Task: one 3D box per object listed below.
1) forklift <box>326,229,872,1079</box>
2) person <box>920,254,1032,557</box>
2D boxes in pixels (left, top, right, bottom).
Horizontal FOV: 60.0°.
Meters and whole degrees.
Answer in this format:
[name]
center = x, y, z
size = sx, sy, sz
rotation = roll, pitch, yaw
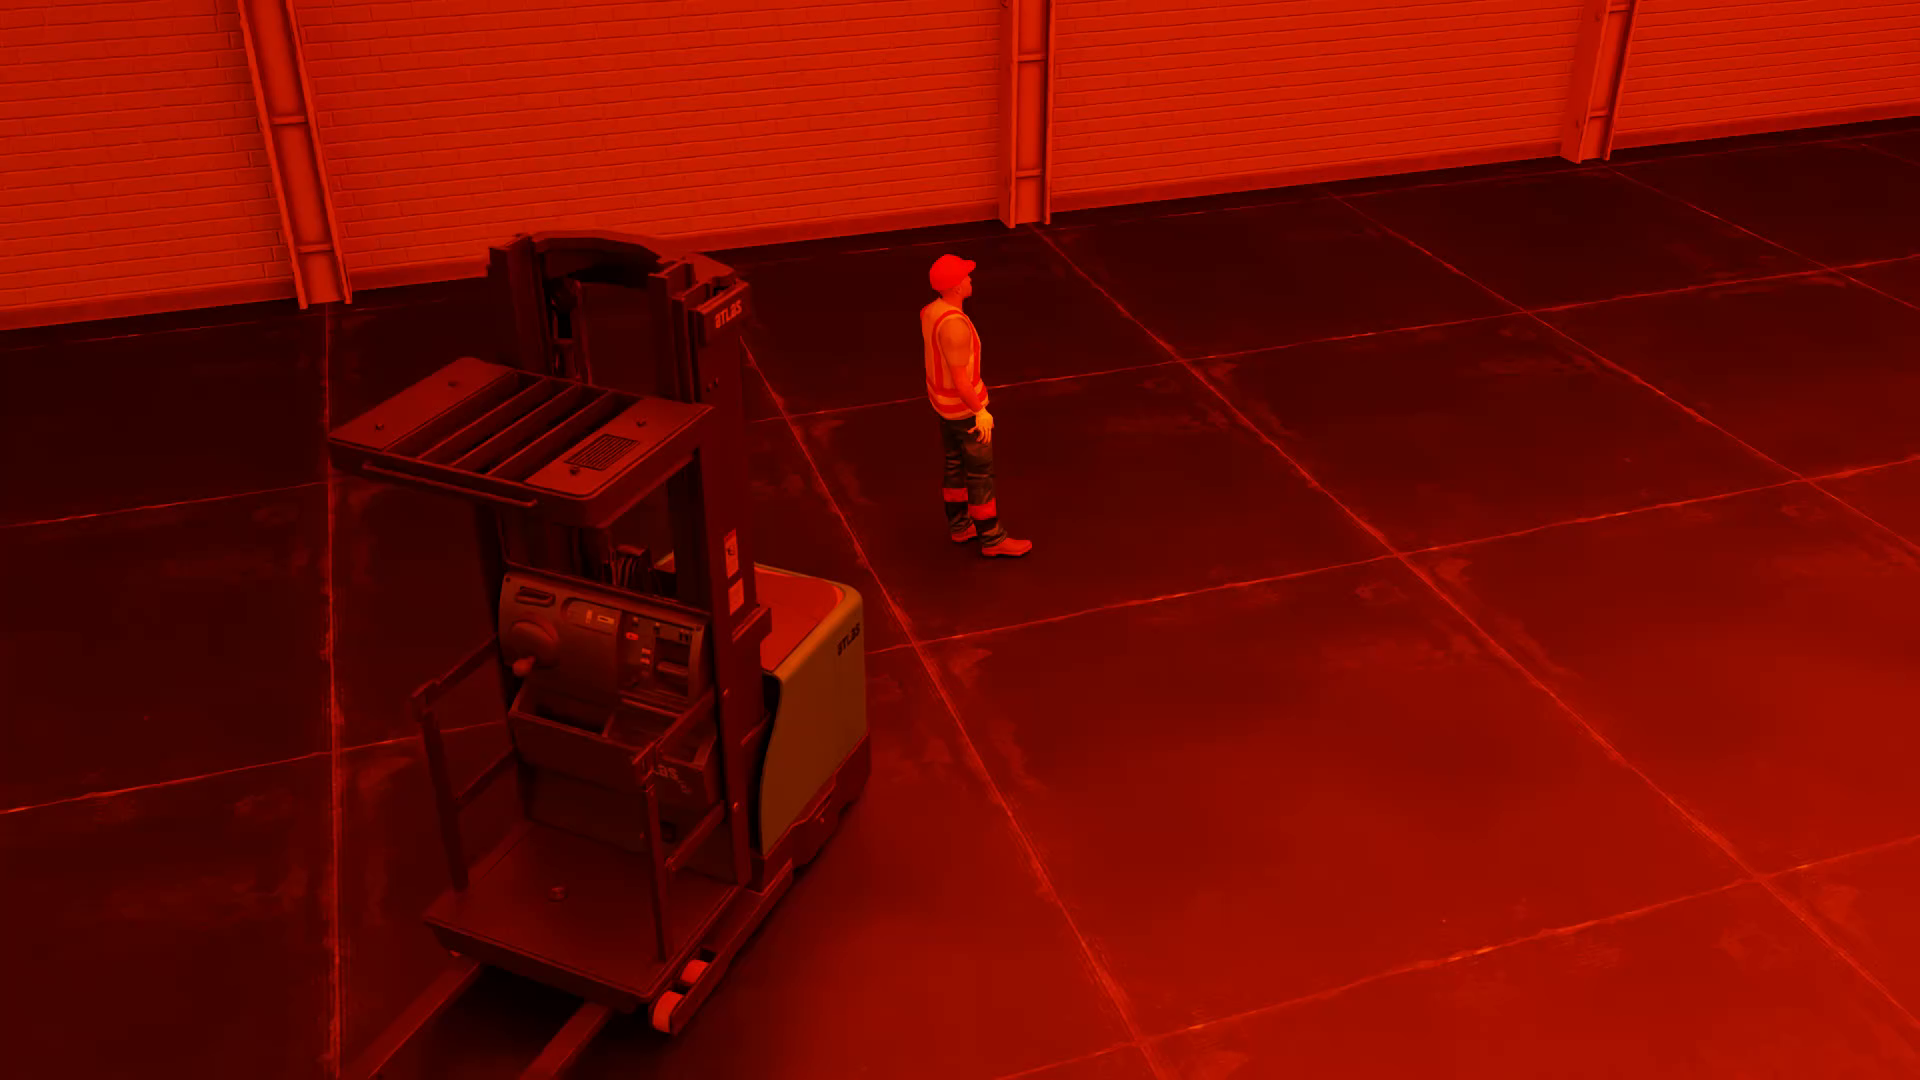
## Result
[forklift]
center = -1.486, 0.447, 6.310
size = 1.130, 2.935, 3.031
rotation = 13, 32, 21
[person]
center = 0.080, -0.789, 9.588
size = 0.564, 1.787, 0.637
rotation = -10, 31, -16
